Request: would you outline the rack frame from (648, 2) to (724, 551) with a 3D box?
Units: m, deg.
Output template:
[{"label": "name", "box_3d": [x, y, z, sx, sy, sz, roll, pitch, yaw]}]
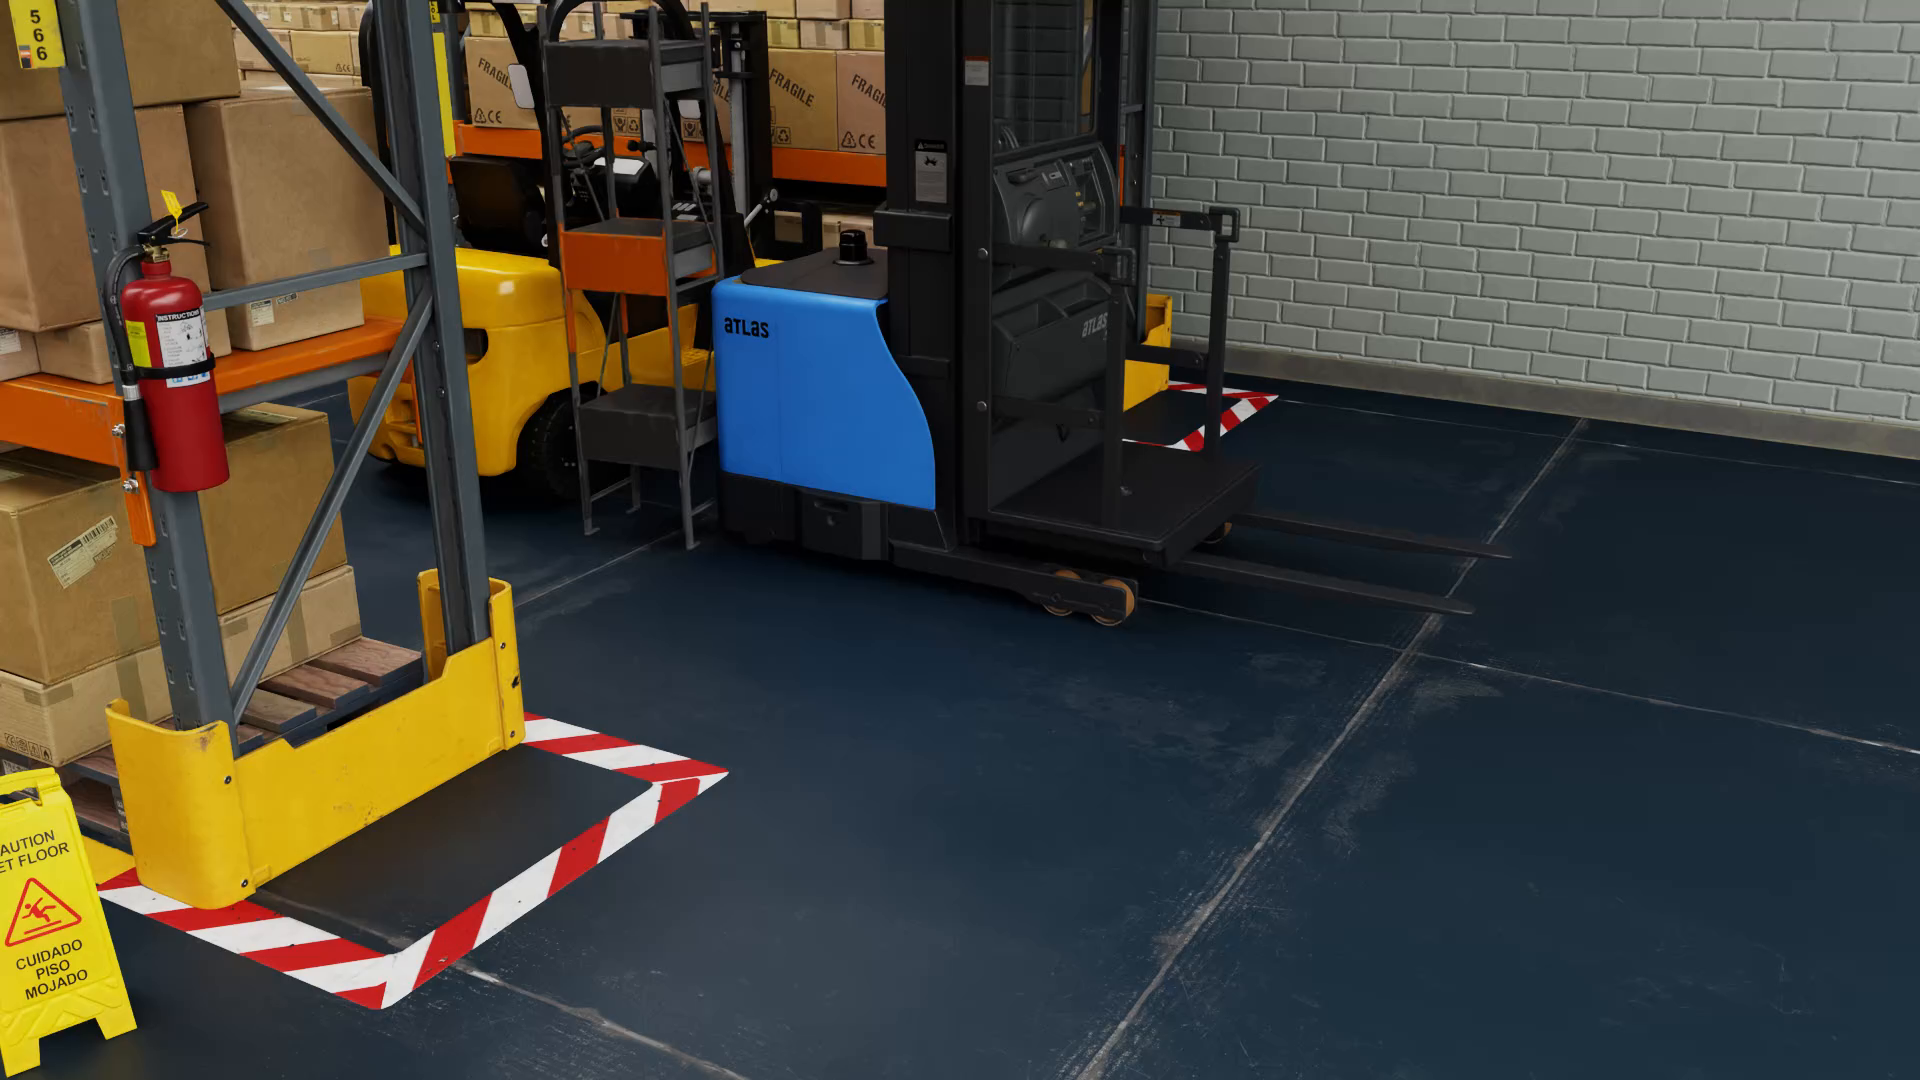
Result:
[{"label": "rack frame", "box_3d": [-1.036, -1.008, 6.548, 0.015, 2.100, 0.400, 7, 21, 21]}]

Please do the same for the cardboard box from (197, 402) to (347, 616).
[{"label": "cardboard box", "box_3d": [-2.287, -0.123, 5.122, 0.500, 0.500, 0.500, 10, 22, 26]}]

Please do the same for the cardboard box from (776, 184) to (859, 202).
[{"label": "cardboard box", "box_3d": [-0.920, -1.891, 9.628, 0.500, 0.250, 0.500, 10, 22, 26]}]

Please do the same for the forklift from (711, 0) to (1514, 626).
[{"label": "forklift", "box_3d": [0.545, -1.274, 6.079, 3.031, 2.935, 1.130, 11, 23, 27]}]

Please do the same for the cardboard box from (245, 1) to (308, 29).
[{"label": "cardboard box", "box_3d": [-4.308, -3.335, 10.563, 0.250, 0.149, 0.380, 11, 23, 28]}]

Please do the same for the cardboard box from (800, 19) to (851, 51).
[{"label": "cardboard box", "box_3d": [-0.620, -2.620, 8.591, 0.250, 0.149, 0.380, 10, 22, 26]}]

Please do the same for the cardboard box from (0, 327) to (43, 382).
[{"label": "cardboard box", "box_3d": [-2.403, -0.535, 4.310, 0.250, 0.149, 0.380, 10, 22, 27]}]

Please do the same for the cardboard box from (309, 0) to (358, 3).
[{"label": "cardboard box", "box_3d": [-4.061, -3.491, 10.992, 0.250, 0.149, 0.380, 11, 22, 27]}]

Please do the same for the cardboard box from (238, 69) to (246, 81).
[{"label": "cardboard box", "box_3d": [-4.654, -2.982, 10.906, 0.500, 0.250, 0.500, 12, 23, 29]}]

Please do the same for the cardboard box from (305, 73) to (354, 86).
[{"label": "cardboard box", "box_3d": [-3.781, -2.806, 10.423, 0.500, 0.250, 0.500, 11, 22, 27]}]

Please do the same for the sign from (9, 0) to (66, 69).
[{"label": "sign", "box_3d": [-1.985, -1.176, 3.548, 0.005, 0.325, 0.100, 11, 23, 27]}]

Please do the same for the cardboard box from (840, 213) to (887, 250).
[{"label": "cardboard box", "box_3d": [-0.282, -1.566, 8.732, 0.500, 0.250, 0.500, 11, 23, 28]}]

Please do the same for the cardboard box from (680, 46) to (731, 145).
[{"label": "cardboard box", "box_3d": [-1.177, -2.429, 9.016, 0.500, 0.500, 0.500, 11, 23, 28]}]

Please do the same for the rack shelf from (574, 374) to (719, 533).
[{"label": "rack shelf", "box_3d": [-1.253, -0.365, 6.877, 0.480, 0.518, 0.431, 7, 21, 21]}]

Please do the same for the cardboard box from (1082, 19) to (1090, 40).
[{"label": "cardboard box", "box_3d": [0.551, -2.609, 8.562, 0.250, 0.149, 0.380, 10, 22, 26]}]

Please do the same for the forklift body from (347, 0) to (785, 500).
[{"label": "forklift body", "box_3d": [-1.825, -1.497, 7.838, 1.214, 2.155, 2.313, 11, 23, 27]}]

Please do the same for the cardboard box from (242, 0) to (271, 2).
[{"label": "cardboard box", "box_3d": [-4.723, -3.439, 10.850, 0.250, 0.149, 0.380, 11, 23, 27]}]

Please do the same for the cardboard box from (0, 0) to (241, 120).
[{"label": "cardboard box", "box_3d": [-2.249, -1.322, 4.062, 0.500, 0.500, 0.700, 10, 22, 26]}]

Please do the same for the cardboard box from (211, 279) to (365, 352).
[{"label": "cardboard box", "box_3d": [-1.893, -0.646, 4.614, 0.250, 0.149, 0.380, 11, 23, 28]}]

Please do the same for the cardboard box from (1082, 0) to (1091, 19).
[{"label": "cardboard box", "box_3d": [0.531, -2.735, 8.472, 0.250, 0.149, 0.380, 10, 22, 26]}]

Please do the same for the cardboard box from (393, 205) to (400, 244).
[{"label": "cardboard box", "box_3d": [-3.233, -1.954, 10.718, 0.625, 0.625, 0.875, 12, 23, 30]}]

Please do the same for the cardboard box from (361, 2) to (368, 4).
[{"label": "cardboard box", "box_3d": [-3.633, -3.402, 10.746, 0.250, 0.149, 0.380, 11, 22, 27]}]

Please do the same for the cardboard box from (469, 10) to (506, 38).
[{"label": "cardboard box", "box_3d": [-2.622, -3.010, 9.665, 0.250, 0.149, 0.380, 10, 22, 26]}]

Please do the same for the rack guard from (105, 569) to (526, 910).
[{"label": "rack guard", "box_3d": [-1.763, 0.517, 4.707, 0.348, 0.500, 1.175, 11, 23, 27]}]

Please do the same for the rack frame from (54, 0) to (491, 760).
[{"label": "rack frame", "box_3d": [-1.697, -0.645, 4.246, 0.127, 3.000, 1.000, 11, 23, 27]}]

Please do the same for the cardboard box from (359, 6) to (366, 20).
[{"label": "cardboard box", "box_3d": [-3.412, -3.169, 10.105, 0.250, 0.149, 0.380, 10, 22, 27]}]

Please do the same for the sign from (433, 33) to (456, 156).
[{"label": "sign", "box_3d": [-1.432, -1.214, 4.544, 0.005, 0.325, 0.100, 11, 23, 27]}]

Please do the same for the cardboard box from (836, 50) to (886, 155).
[{"label": "cardboard box", "box_3d": [-0.286, -2.264, 8.560, 0.500, 0.500, 0.500, 12, 23, 29]}]

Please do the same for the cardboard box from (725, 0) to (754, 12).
[{"label": "cardboard box", "box_3d": [-1.037, -2.866, 8.832, 0.250, 0.149, 0.380, 11, 23, 28]}]

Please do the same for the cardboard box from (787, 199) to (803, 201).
[{"label": "cardboard box", "box_3d": [-1.166, -1.733, 9.194, 0.500, 0.250, 0.500, 10, 22, 26]}]

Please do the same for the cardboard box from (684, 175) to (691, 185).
[{"label": "cardboard box", "box_3d": [-1.798, -2.060, 10.095, 0.500, 0.250, 0.500, 10, 22, 27]}]

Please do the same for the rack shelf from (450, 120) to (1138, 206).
[{"label": "rack shelf", "box_3d": [-1.026, -2.118, 9.361, 4.000, 0.370, 1.077, 11, 23, 27]}]

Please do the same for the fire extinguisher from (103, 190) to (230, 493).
[{"label": "fire extinguisher", "box_3d": [-1.822, -0.453, 3.828, 0.183, 0.674, 0.296, 11, 23, 27]}]

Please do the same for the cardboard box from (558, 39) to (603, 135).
[{"label": "cardboard box", "box_3d": [-2.049, -2.603, 9.495, 0.500, 0.500, 0.500, 11, 23, 28]}]

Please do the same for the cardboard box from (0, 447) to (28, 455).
[{"label": "cardboard box", "box_3d": [-2.981, -0.044, 4.905, 0.500, 0.500, 0.500, 12, 23, 29]}]

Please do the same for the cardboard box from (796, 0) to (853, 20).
[{"label": "cardboard box", "box_3d": [-0.630, -2.753, 8.523, 0.250, 0.149, 0.380, 11, 23, 29]}]

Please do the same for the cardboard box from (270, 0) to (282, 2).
[{"label": "cardboard box", "box_3d": [-4.531, -3.563, 11.190, 0.250, 0.149, 0.380, 12, 23, 29]}]

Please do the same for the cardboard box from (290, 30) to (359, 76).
[{"label": "cardboard box", "box_3d": [-3.778, -3.042, 10.340, 0.500, 0.250, 0.500, 10, 22, 26]}]

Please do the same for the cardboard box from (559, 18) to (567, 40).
[{"label": "cardboard box", "box_3d": [-2.154, -2.932, 9.451, 0.250, 0.149, 0.380, 11, 23, 27]}]

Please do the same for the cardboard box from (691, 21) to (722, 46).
[{"label": "cardboard box", "box_3d": [-1.281, -2.747, 8.940, 0.250, 0.149, 0.380, 10, 22, 26]}]

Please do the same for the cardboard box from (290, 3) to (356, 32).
[{"label": "cardboard box", "box_3d": [-3.894, -3.230, 10.272, 0.250, 0.149, 0.380, 10, 22, 26]}]

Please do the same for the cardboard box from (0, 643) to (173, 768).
[{"label": "cardboard box", "box_3d": [-2.555, 0.391, 4.804, 0.500, 0.250, 0.500, 11, 23, 27]}]

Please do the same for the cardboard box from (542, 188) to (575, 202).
[{"label": "cardboard box", "box_3d": [-2.061, -1.902, 9.660, 0.500, 0.250, 0.500, 11, 23, 27]}]

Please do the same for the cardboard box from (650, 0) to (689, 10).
[{"label": "cardboard box", "box_3d": [-1.475, -2.949, 9.061, 0.250, 0.149, 0.380, 11, 23, 27]}]

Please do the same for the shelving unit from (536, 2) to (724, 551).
[{"label": "shelving unit", "box_3d": [-1.261, -1.037, 6.636, 0.503, 2.100, 0.431, 7, 21, 21]}]

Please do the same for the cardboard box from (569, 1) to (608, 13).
[{"label": "cardboard box", "box_3d": [-1.964, -3.010, 9.229, 0.250, 0.149, 0.380, 11, 23, 28]}]

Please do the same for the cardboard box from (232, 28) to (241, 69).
[{"label": "cardboard box", "box_3d": [-4.652, -3.219, 10.826, 0.500, 0.250, 0.500, 11, 23, 28]}]

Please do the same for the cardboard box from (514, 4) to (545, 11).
[{"label": "cardboard box", "box_3d": [-2.357, -3.128, 9.556, 0.250, 0.149, 0.380, 11, 23, 28]}]

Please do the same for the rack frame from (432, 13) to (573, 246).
[{"label": "rack frame", "box_3d": [-2.772, -2.789, 10.155, 0.127, 3.000, 1.000, 11, 23, 27]}]

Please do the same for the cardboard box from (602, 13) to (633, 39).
[{"label": "cardboard box", "box_3d": [-1.746, -2.825, 9.156, 0.250, 0.149, 0.380, 11, 22, 27]}]
